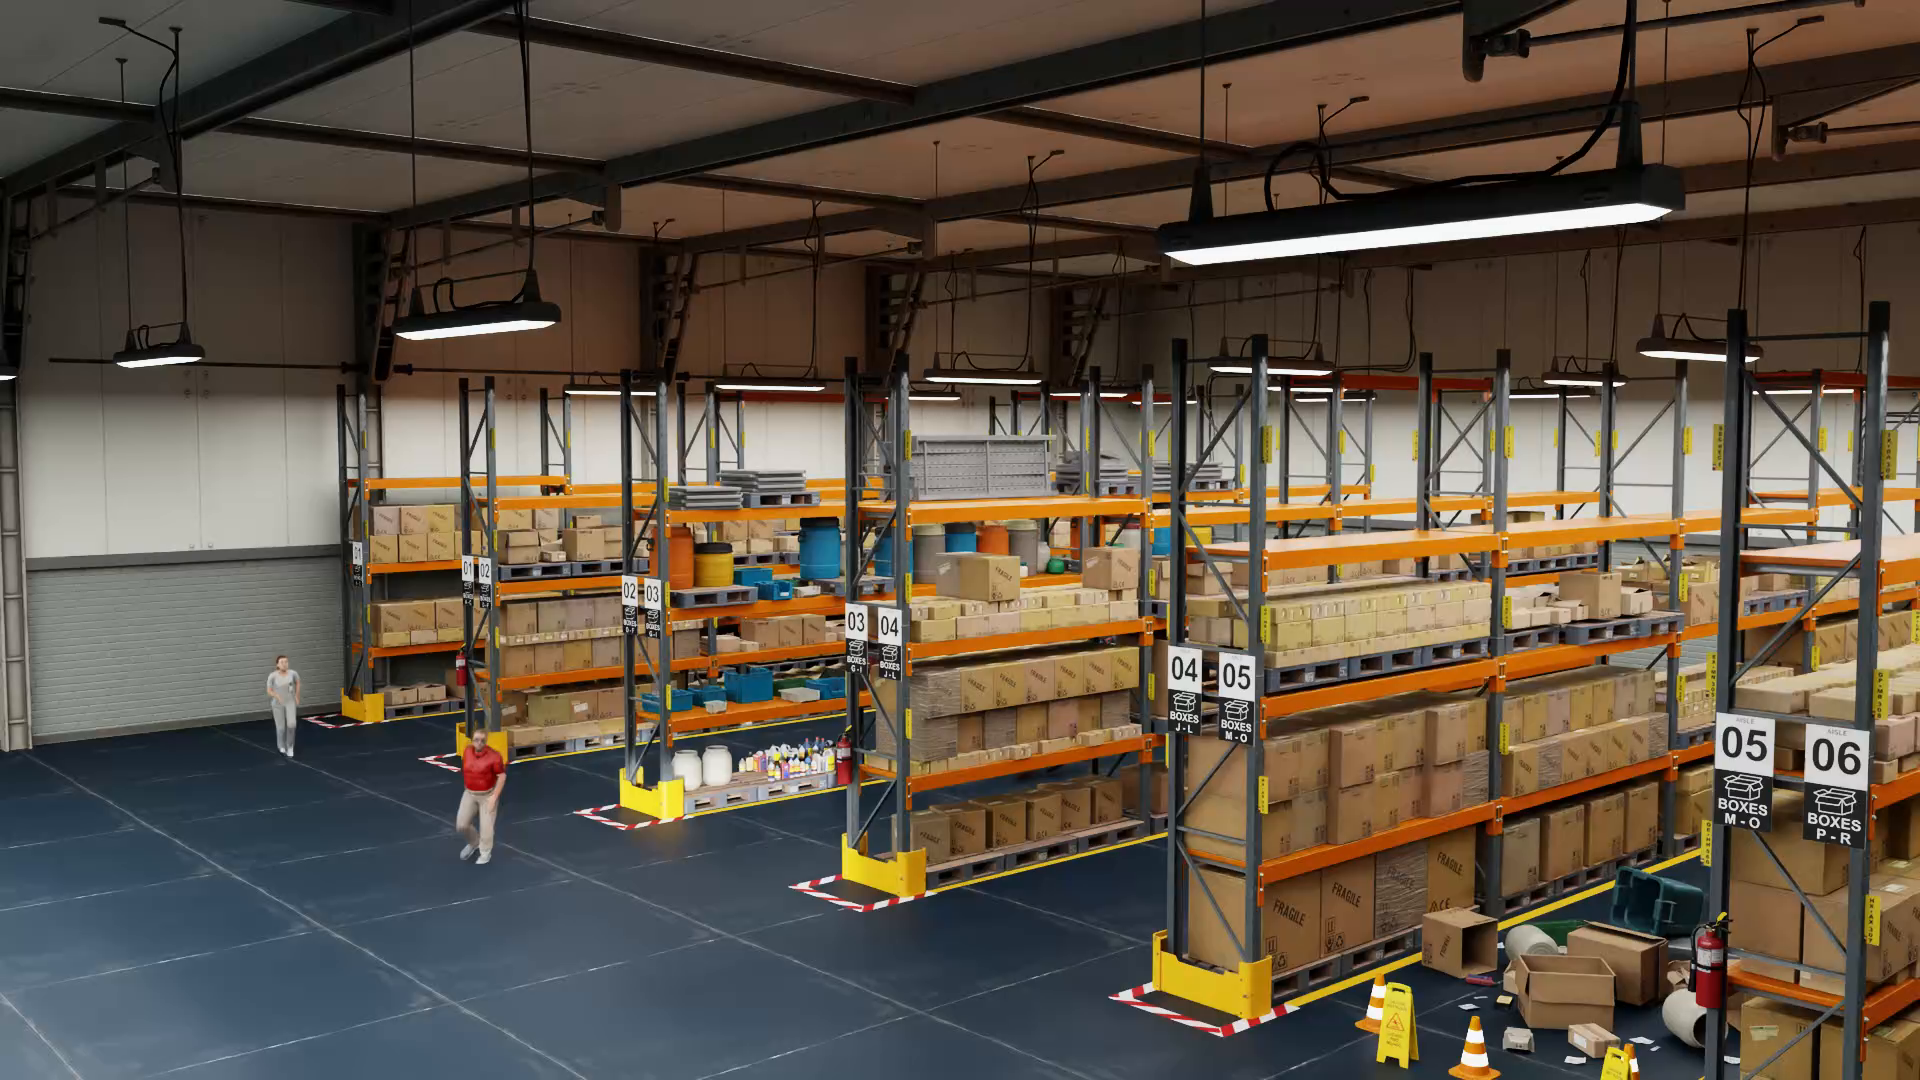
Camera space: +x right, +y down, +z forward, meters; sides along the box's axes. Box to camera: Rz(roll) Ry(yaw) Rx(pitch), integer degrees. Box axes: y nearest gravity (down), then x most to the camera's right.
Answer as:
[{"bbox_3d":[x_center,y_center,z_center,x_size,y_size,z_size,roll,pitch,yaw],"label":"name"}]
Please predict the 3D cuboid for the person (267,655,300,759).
[{"bbox_3d":[-10.675,2.622,26.259,0.493,1.646,0.771,-2,4,-24],"label":"person"}]

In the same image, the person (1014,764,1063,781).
[{"bbox_3d":[1.178,2.797,24.692,0.977,1.488,0.614,-3,5,-39],"label":"person"}]

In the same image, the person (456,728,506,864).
[{"bbox_3d":[-5.661,3.033,19.694,0.670,1.669,0.687,0,4,7],"label":"person"}]
